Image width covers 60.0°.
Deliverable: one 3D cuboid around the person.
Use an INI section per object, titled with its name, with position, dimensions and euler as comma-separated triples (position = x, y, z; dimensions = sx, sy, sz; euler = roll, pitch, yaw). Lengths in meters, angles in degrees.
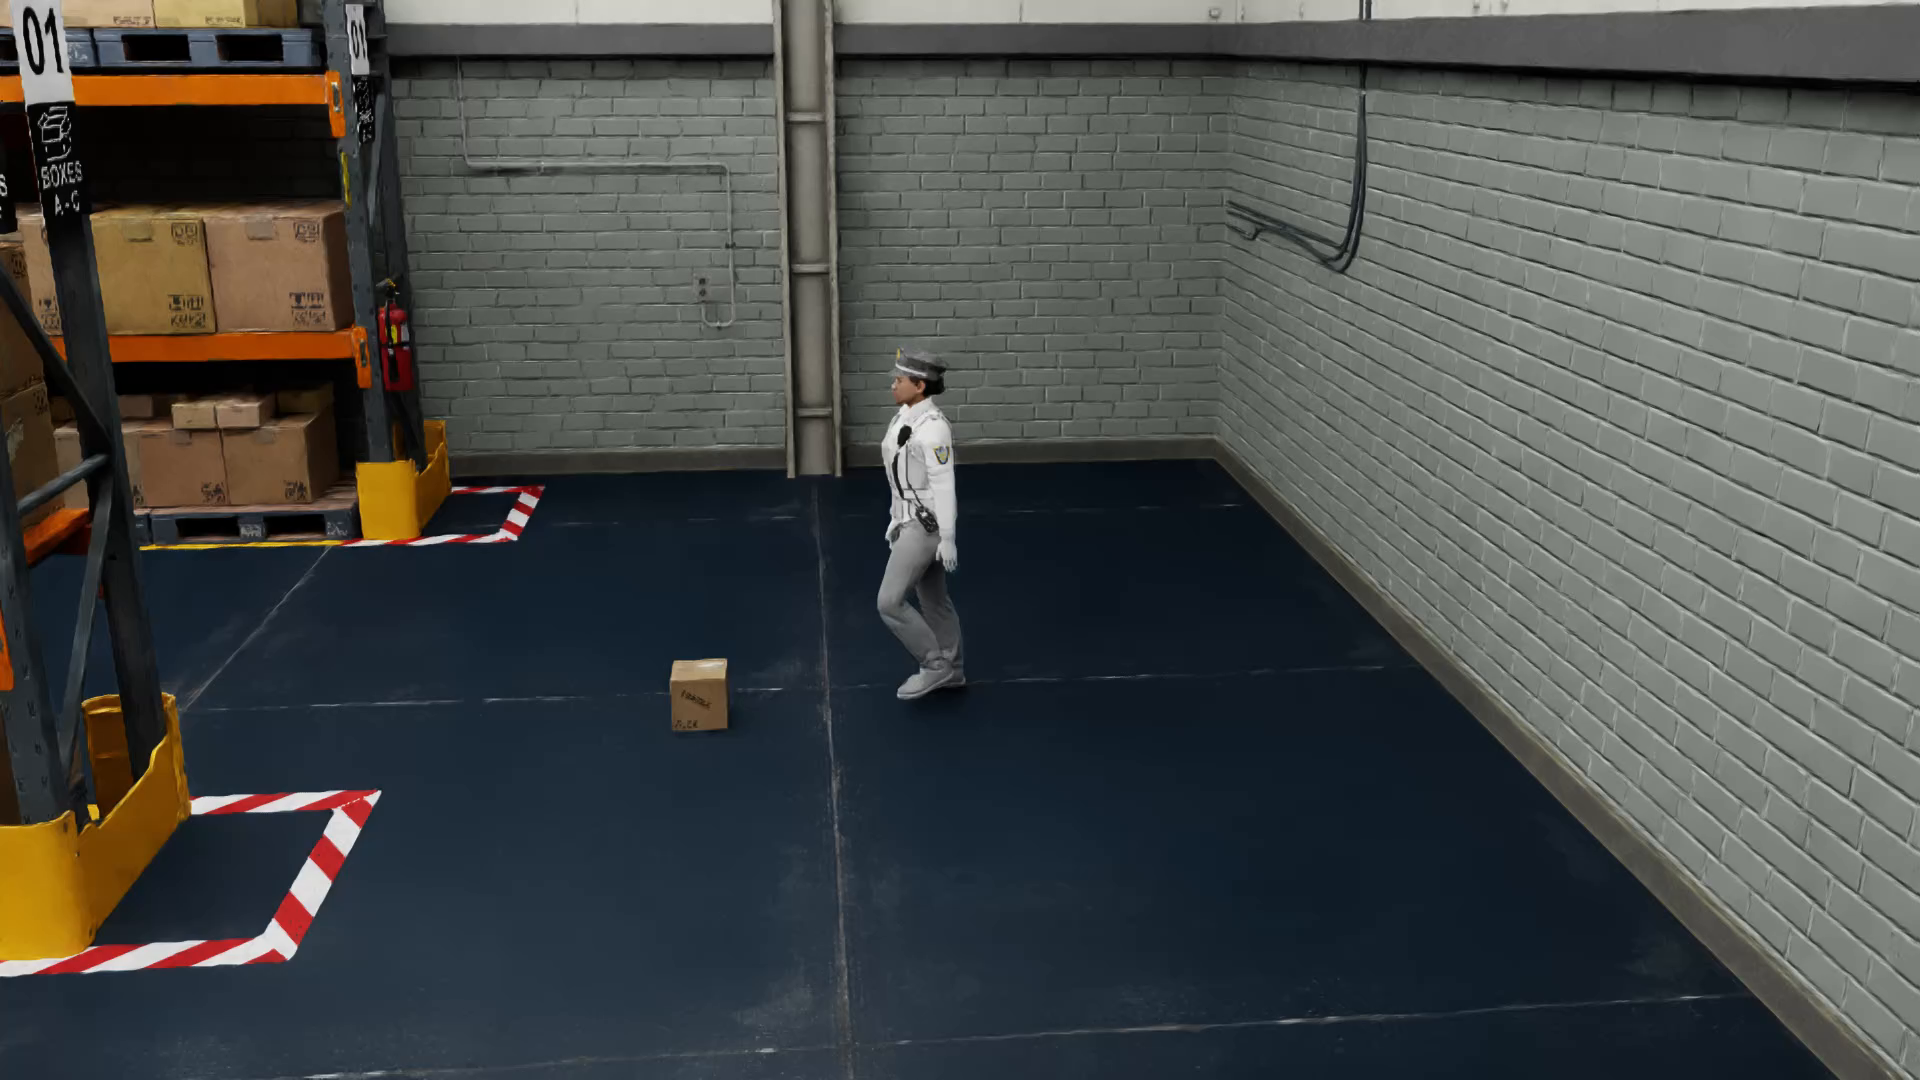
[person]
position = -0.187, -0.068, 7.675
dimensions = 0.467, 1.680, 0.509
euler = -4, 17, -14
